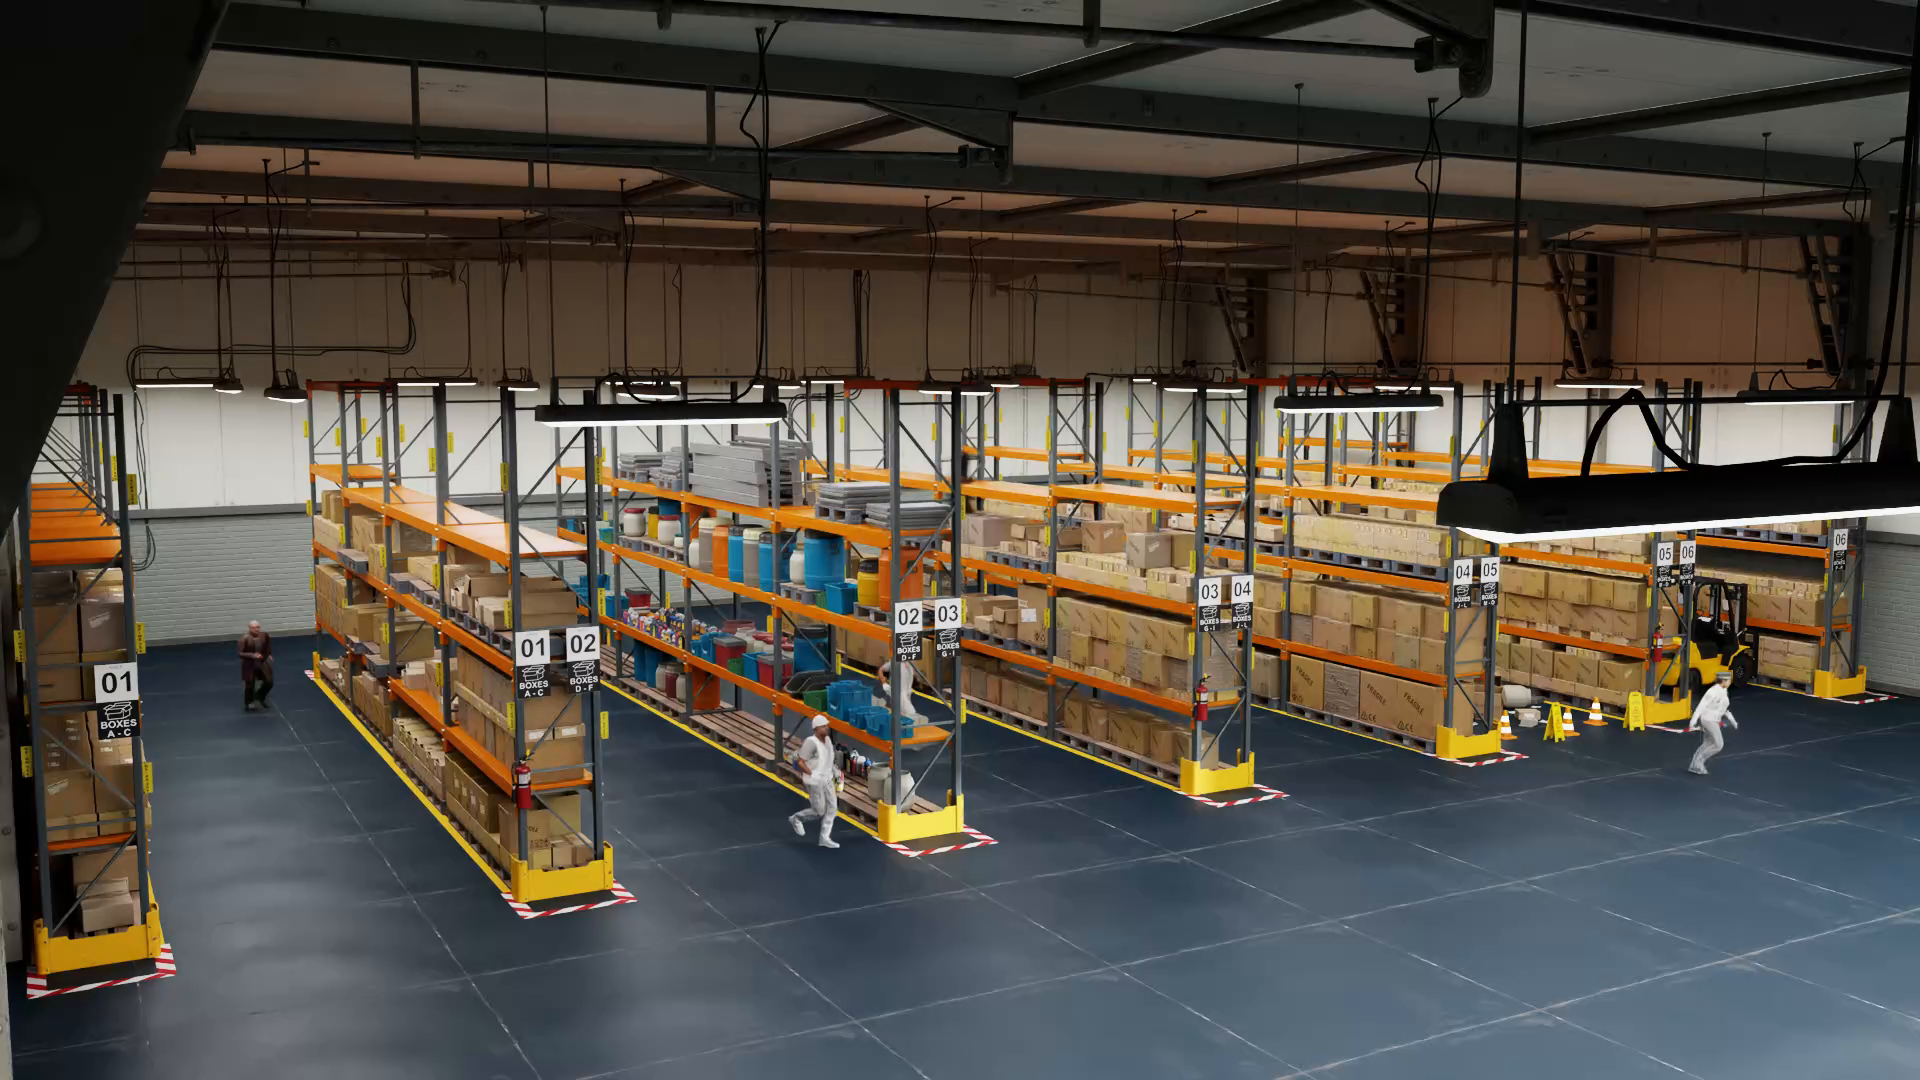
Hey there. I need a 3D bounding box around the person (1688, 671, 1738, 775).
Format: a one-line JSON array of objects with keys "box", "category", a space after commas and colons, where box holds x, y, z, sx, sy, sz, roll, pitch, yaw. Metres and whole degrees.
[{"box": [11.593, 2.811, 25.586, 0.612, 1.627, 0.599, 5, 8, 38], "category": "person"}]

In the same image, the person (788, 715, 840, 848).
[{"box": [-1.910, 3.150, 21.810, 0.766, 1.739, 0.698, 4, 7, 30], "category": "person"}]

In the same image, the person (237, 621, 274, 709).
[{"box": [-12.778, 2.273, 30.181, 0.716, 1.666, 0.962, -6, 8, -42], "category": "person"}]

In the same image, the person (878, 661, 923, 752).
[{"box": [-0.986, 2.553, 27.182, 0.800, 1.782, 0.784, 5, 8, 37], "category": "person"}]
